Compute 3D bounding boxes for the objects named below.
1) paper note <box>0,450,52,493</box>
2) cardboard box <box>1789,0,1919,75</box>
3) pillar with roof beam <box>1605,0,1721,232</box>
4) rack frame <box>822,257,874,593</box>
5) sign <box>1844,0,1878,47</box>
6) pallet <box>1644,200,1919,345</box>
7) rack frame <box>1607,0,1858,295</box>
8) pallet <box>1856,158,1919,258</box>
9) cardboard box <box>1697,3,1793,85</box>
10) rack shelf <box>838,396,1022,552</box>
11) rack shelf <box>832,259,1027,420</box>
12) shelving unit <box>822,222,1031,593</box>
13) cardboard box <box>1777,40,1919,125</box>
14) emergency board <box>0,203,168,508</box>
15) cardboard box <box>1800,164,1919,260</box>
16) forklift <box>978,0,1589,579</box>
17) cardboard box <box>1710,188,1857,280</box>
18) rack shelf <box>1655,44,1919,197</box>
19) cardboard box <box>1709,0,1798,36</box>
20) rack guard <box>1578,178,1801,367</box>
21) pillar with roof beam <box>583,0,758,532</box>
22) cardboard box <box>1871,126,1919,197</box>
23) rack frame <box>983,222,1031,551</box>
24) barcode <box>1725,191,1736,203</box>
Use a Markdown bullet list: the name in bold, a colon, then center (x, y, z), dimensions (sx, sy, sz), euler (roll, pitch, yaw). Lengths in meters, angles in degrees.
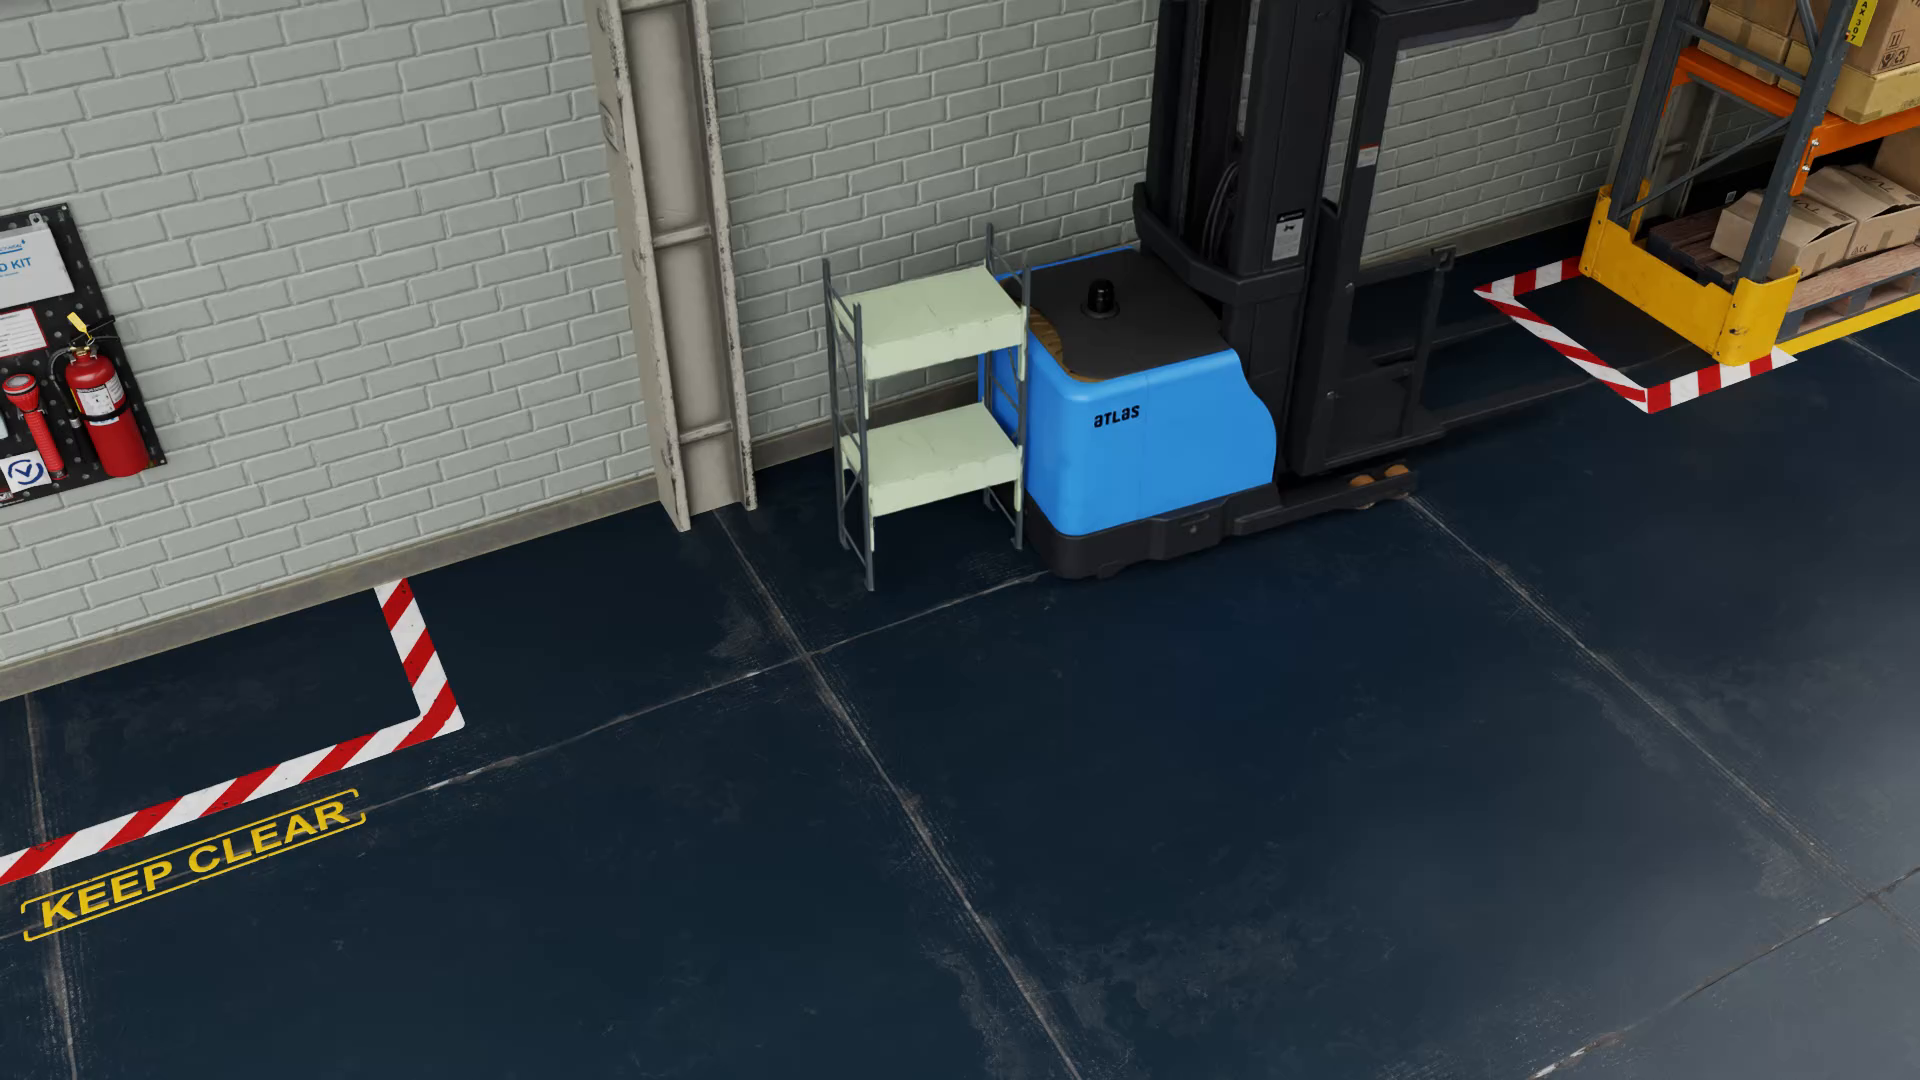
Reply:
- **paper note**: center (-3.604, -0.263, 6.410), dimensions (0.142, 0.148, 0.016), euler (-19, 44, -21)
- **cardboard box**: center (4.457, -2.621, 8.034), dimensions (0.500, 0.500, 0.500), euler (-19, 44, -21)
- **pillar with roof beam**: center (6.104, -2.942, 4.249), dimensions (0.400, 9.000, 9.100), euler (-19, 44, -21)
- **rack frame**: center (-0.474, -0.459, 7.120), dimensions (0.023, 1.500, 0.400), euler (-15, 43, -17)
- **sign**: center (4.145, -2.434, 7.623), dimensions (0.005, 0.325, 0.100), euler (-19, 44, -21)
- **pallet**: center (4.699, -1.595, 9.460), dimensions (1.213, 0.211, 1.003), euler (-19, 44, -21)
- **rack frame**: center (3.894, -2.414, 8.270), dimensions (0.127, 3.000, 1.000), euler (-19, 44, -21)
- **pallet**: center (5.779, -1.957, 9.887), dimensions (1.213, 0.211, 1.003), euler (-19, 44, -21)
- **cardboard box**: center (4.219, -2.615, 8.608), dimensions (0.500, 0.250, 0.500), euler (-18, 43, -20)
- **rack shelf**: center (-0.138, -0.302, 7.440), dimensions (0.720, 0.370, 0.431), euler (-15, 43, -17)
- **rack shelf**: center (-0.138, -0.849, 6.977), dimensions (0.720, 0.370, 0.431), euler (-15, 43, -17)
- **shelving unit**: center (-0.138, -0.551, 7.229), dimensions (0.755, 1.500, 0.431), euler (-15, 43, -17)
- **cardboard box**: center (4.474, -2.329, 8.269), dimensions (0.500, 0.250, 0.500), euler (-20, 44, -22)
- **emergency board**: center (-3.415, -0.613, 6.141), dimensions (0.643, 1.169, 0.194), euler (-19, 44, -21)
- **cardboard box**: center (5.055, -1.881, 9.380), dimensions (0.500, 0.311, 0.500), euler (-15, 43, -17)
- **forklift**: center (1.635, -1.562, 7.316), dimensions (3.031, 2.935, 1.130), euler (-15, 43, -17)
- **cardboard box**: center (4.549, -1.711, 9.179), dimensions (0.500, 0.311, 0.500), euler (-24, 46, -25)
- **rack shelf**: center (5.668, -2.737, 9.207), dimensions (4.000, 0.370, 1.077), euler (-19, 44, -21)
- **cardboard box**: center (4.214, -2.914, 8.379), dimensions (0.500, 0.500, 0.500), euler (-19, 44, -21)
- **rack guard**: center (3.962, -1.483, 9.104), dimensions (0.348, 0.500, 1.175), euler (-19, 44, -21)
- **pillar with roof beam**: center (0.783, -1.151, 2.134), dimensions (0.400, 9.000, 9.100), euler (-19, 44, -21)
- **cardboard box**: center (5.729, -2.144, 9.544), dimensions (0.500, 0.500, 0.700), euler (-21, 45, -23)
- **rack frame**: center (0.199, -0.644, 7.339), dimensions (0.023, 1.500, 0.400), euler (-15, 43, -17)
- **barcode**: center (4.381, -1.949, 9.453), dimensions (0.075, 0.075, 0.001), euler (-19, 44, -21)
